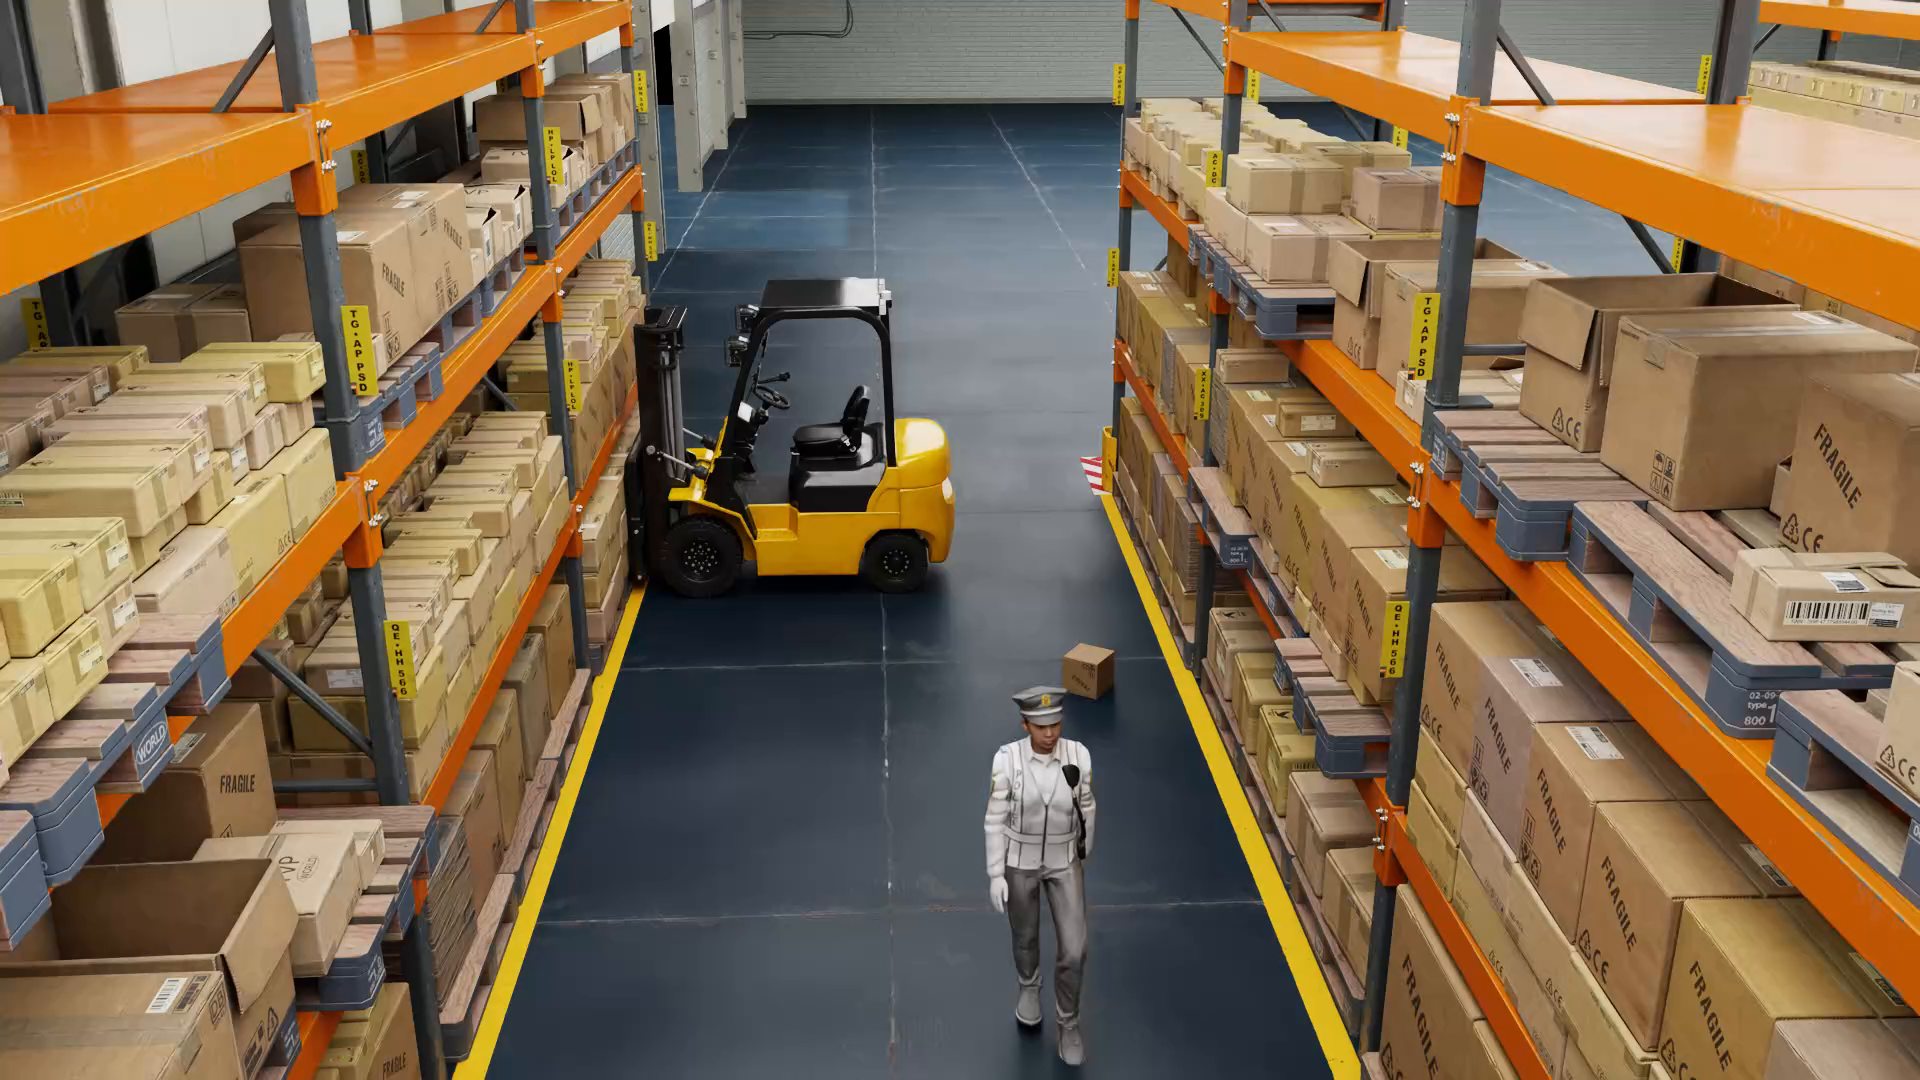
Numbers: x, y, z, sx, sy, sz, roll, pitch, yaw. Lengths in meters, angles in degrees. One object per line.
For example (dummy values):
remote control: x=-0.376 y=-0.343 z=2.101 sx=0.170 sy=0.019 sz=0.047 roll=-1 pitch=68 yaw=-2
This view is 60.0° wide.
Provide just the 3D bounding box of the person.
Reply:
person: x=0.353 y=1.438 z=7.226 sx=0.499 sy=1.747 sz=0.518 roll=-1 pitch=21 yaw=-3
